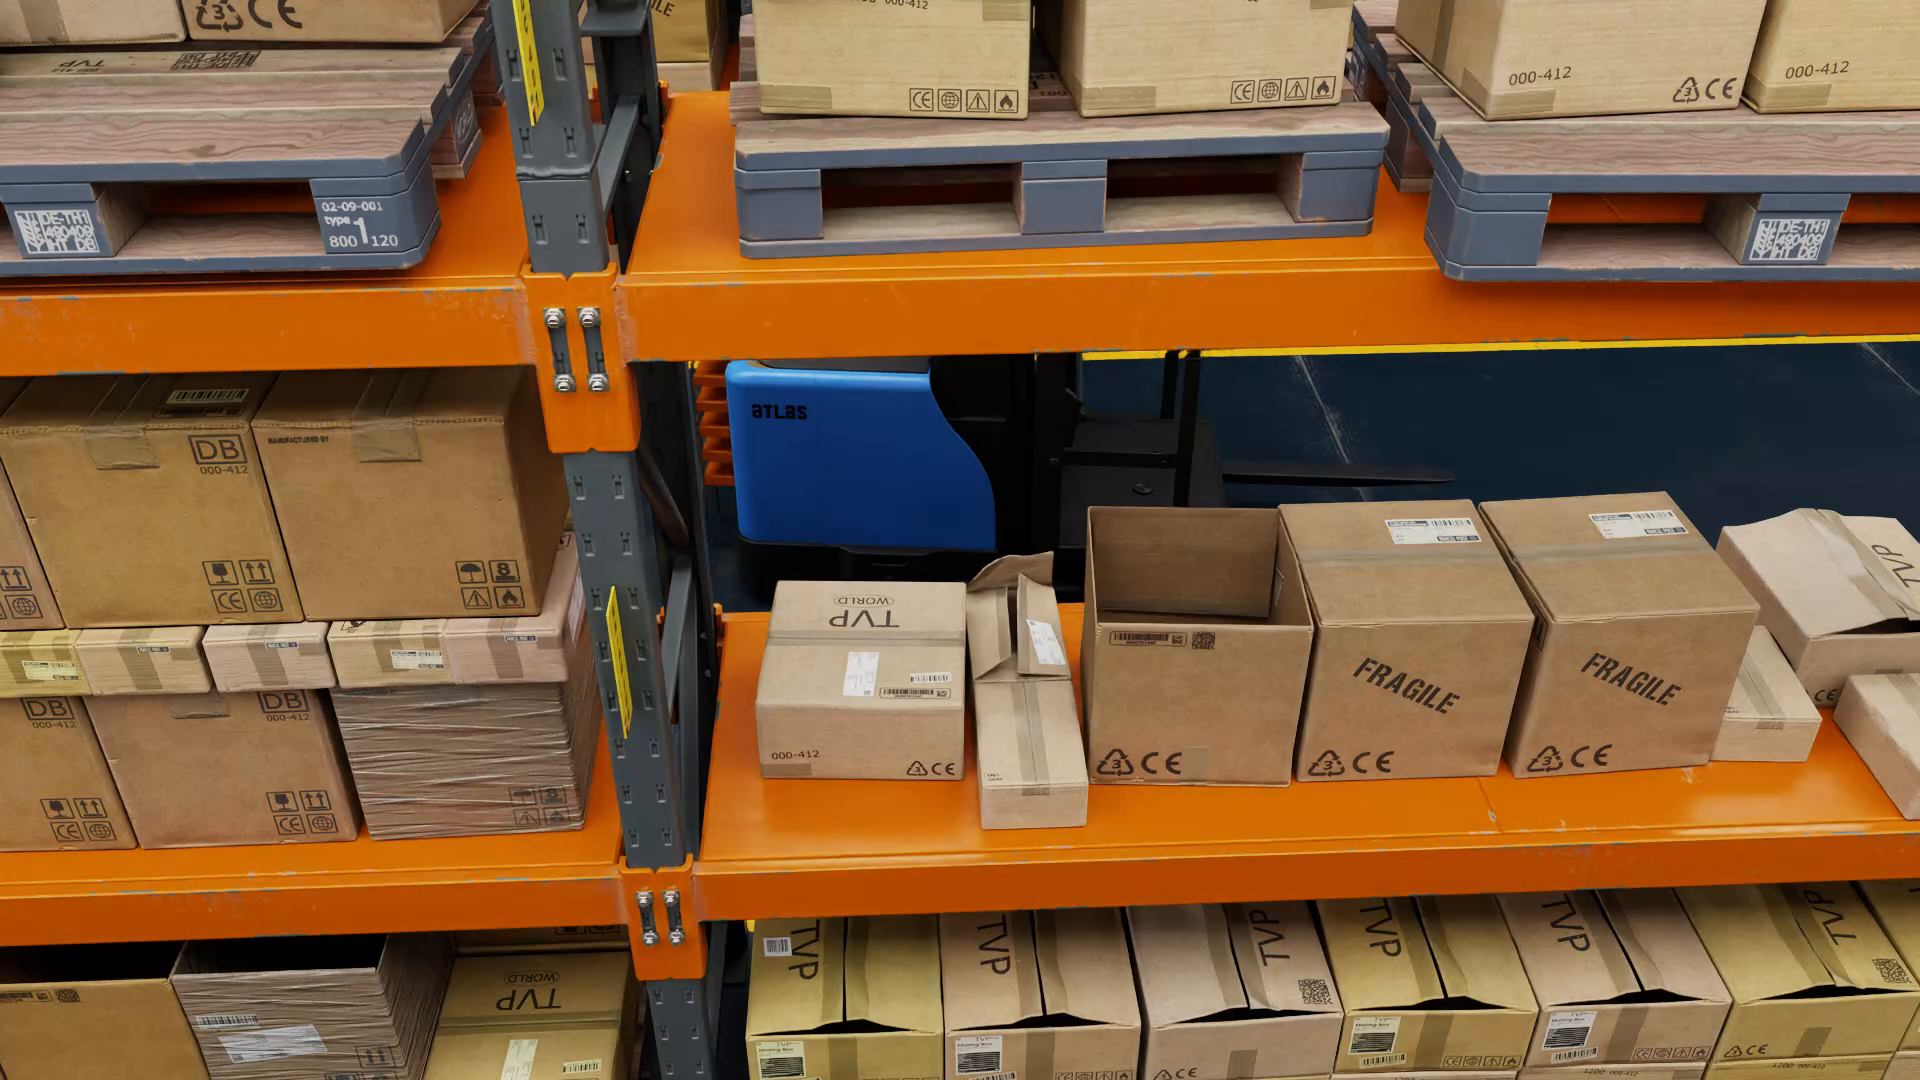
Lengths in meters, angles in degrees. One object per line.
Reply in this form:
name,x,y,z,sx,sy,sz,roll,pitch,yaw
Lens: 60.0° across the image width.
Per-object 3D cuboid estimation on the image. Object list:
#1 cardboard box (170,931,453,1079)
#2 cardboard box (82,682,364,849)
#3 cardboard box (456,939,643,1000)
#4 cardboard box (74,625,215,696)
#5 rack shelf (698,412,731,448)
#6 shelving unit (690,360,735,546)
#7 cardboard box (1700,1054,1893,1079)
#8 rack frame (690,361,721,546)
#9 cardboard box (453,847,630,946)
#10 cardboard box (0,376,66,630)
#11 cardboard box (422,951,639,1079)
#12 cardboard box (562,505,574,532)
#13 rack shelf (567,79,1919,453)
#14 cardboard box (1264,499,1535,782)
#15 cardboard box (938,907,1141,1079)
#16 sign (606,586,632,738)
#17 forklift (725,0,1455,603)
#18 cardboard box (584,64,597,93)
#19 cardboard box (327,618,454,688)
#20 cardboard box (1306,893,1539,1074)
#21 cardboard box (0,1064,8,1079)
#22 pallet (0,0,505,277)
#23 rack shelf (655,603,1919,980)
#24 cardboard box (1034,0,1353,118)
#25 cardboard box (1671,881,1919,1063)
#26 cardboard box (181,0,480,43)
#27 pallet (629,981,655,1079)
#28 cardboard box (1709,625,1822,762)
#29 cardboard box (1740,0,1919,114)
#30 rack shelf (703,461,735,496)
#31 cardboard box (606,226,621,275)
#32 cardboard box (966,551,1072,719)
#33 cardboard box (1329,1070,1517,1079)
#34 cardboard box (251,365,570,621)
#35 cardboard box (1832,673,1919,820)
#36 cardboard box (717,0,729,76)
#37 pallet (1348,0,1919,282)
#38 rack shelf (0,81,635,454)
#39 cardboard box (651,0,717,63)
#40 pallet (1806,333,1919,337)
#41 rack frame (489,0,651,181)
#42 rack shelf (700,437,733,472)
cardboard box,-1.680,1.120,4.384,0.500,0.500,0.500,-2,35,-2
cardboard box,-1.696,0.319,4.065,0.500,0.500,0.700,-2,35,-3
cardboard box,-1.204,1.125,5.036,0.500,0.250,0.500,-2,35,-2
cardboard box,-1.759,0.170,3.711,0.250,0.149,0.380,-2,35,-2
rack shelf,-0.985,-0.494,6.988,0.180,0.103,0.258,2,35,3
shelving unit,-0.985,-0.531,6.962,0.189,1.200,0.258,2,35,3
cardboard box,2.240,1.346,4.717,0.500,0.250,0.500,-2,35,-3
rack frame,-1.076,-0.534,6.967,0.006,1.200,0.240,2,35,3
cardboard box,-1.205,0.811,4.831,0.500,0.500,0.500,-2,35,-2
cardboard box,-2.175,-0.205,3.682,0.500,0.500,0.700,-2,35,-2
cardboard box,-1.180,1.422,4.607,0.500,0.250,0.500,-2,35,-2
cardboard box,-1.004,-0.084,4.077,0.250,0.149,0.380,-2,35,-2
rack shelf,1.271,-0.665,3.571,4.000,0.370,1.077,-2,35,-2
cardboard box,1.068,0.247,4.170,0.500,0.500,0.500,-1,35,-2
cardboard box,0.198,1.174,4.472,0.500,0.311,0.500,-2,35,-3
sign,-0.699,0.254,3.417,0.005,0.325,0.100,-2,35,-2
forklift,0.626,-1.182,6.383,3.031,2.935,1.130,2,35,3
cardboard box,-1.922,-2.242,7.967,0.500,0.250,0.500,-1,35,-2
cardboard box,-1.235,0.154,3.734,0.250,0.149,0.380,-2,35,-3
cardboard box,1.233,1.143,4.518,0.500,0.311,0.500,-1,35,-1
cardboard box,-2.678,1.157,4.330,0.500,0.500,0.500,-2,35,-2
pallet,-1.578,-0.832,3.259,1.213,0.211,1.003,-2,35,-2
rack shelf,1.271,0.569,4.424,4.000,0.370,1.077,-2,35,-2
cardboard box,0.438,-1.045,3.251,0.500,0.250,0.500,-5,35,-7
cardboard box,2.238,1.118,4.553,0.500,0.311,0.500,-2,35,-3
cardboard box,-1.243,-1.314,3.297,0.500,0.500,0.500,1,35,2
pallet,-1.523,1.471,4.939,1.213,0.211,1.003,-2,35,-2
cardboard box,1.997,0.389,4.273,0.250,0.149,0.380,1,35,1
cardboard box,1.723,-1.048,3.255,0.500,0.250,0.500,-2,35,-3
rack shelf,-0.985,-0.297,7.124,0.180,0.103,0.258,2,35,3
cardboard box,-2.000,-1.591,8.723,0.500,0.500,0.500,-4,35,-6
cardboard box,0.143,0.254,4.365,0.258,0.266,0.396,-2,35,-3
cardboard box,1.224,1.373,4.677,0.500,0.250,0.500,-1,35,-1
cardboard box,-1.170,-0.232,3.722,0.500,0.500,0.700,-1,35,-2
cardboard box,2.383,0.504,4.107,0.250,0.149,0.380,-2,35,-2
cardboard box,-1.445,-2.545,8.405,0.500,0.250,0.500,-1,35,-2
pallet,1.478,-0.836,3.352,1.213,0.211,1.003,0,35,0
rack shelf,-2.725,-0.557,3.415,4.000,0.370,1.077,-2,35,-2
cardboard box,-1.423,-2.555,7.762,0.500,0.500,0.500,-2,35,-2
pallet,5.037,-1.460,9.174,1.213,0.211,1.003,-2,35,-2
rack frame,-0.727,-2.140,2.435,0.127,3.000,1.000,-2,35,-2
rack shelf,-0.985,-0.395,7.056,0.180,0.103,0.258,2,35,3
